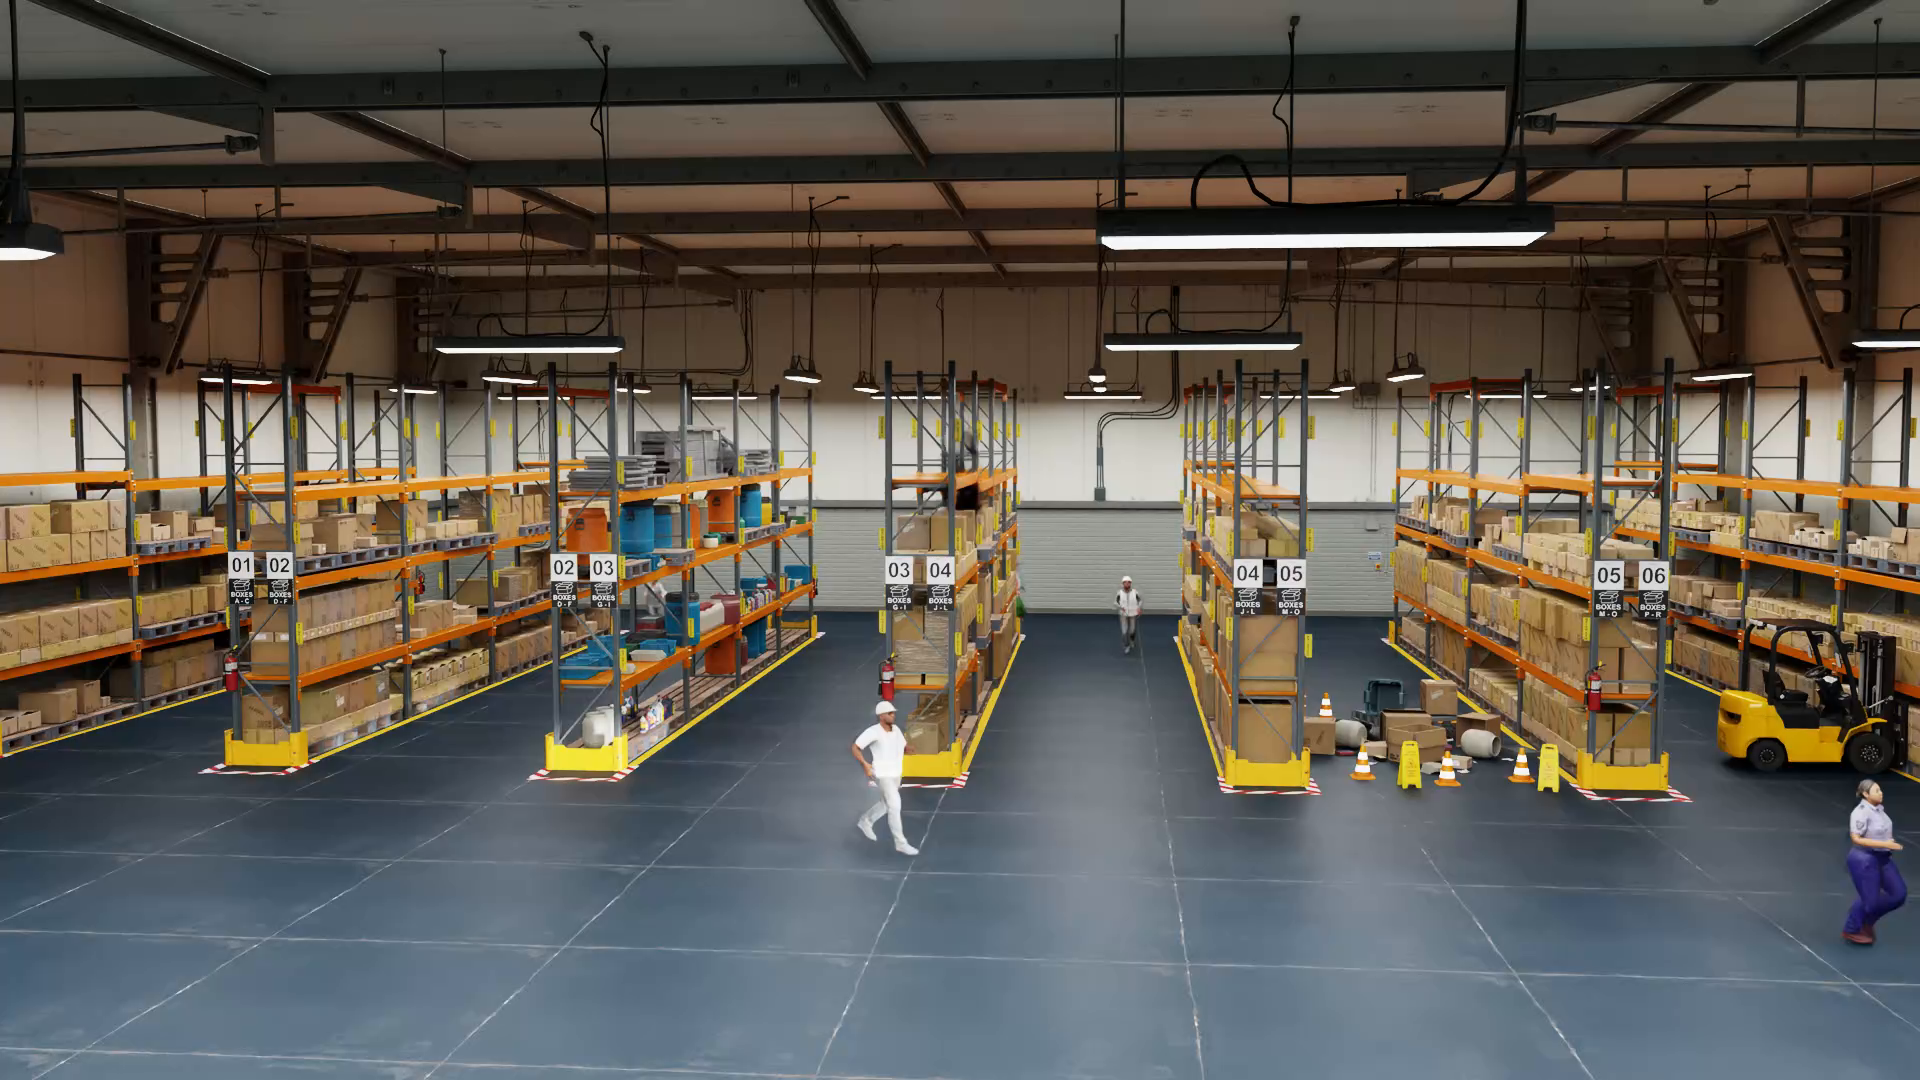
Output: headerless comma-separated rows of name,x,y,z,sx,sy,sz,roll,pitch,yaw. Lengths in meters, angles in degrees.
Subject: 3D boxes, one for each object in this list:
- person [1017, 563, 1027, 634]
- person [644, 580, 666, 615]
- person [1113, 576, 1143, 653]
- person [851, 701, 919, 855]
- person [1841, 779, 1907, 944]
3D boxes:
person,1.339,1.429,41.050,0.613,1.827,0.731,1,4,13
person,-7.267,1.603,39.610,0.546,1.605,0.778,0,4,-2
person,3.776,1.682,37.380,0.677,1.727,0.600,0,4,7
person,-0.867,2.791,19.764,0.989,1.754,0.700,3,5,34
person,8.889,3.137,16.116,0.591,1.606,0.576,-3,5,-35
